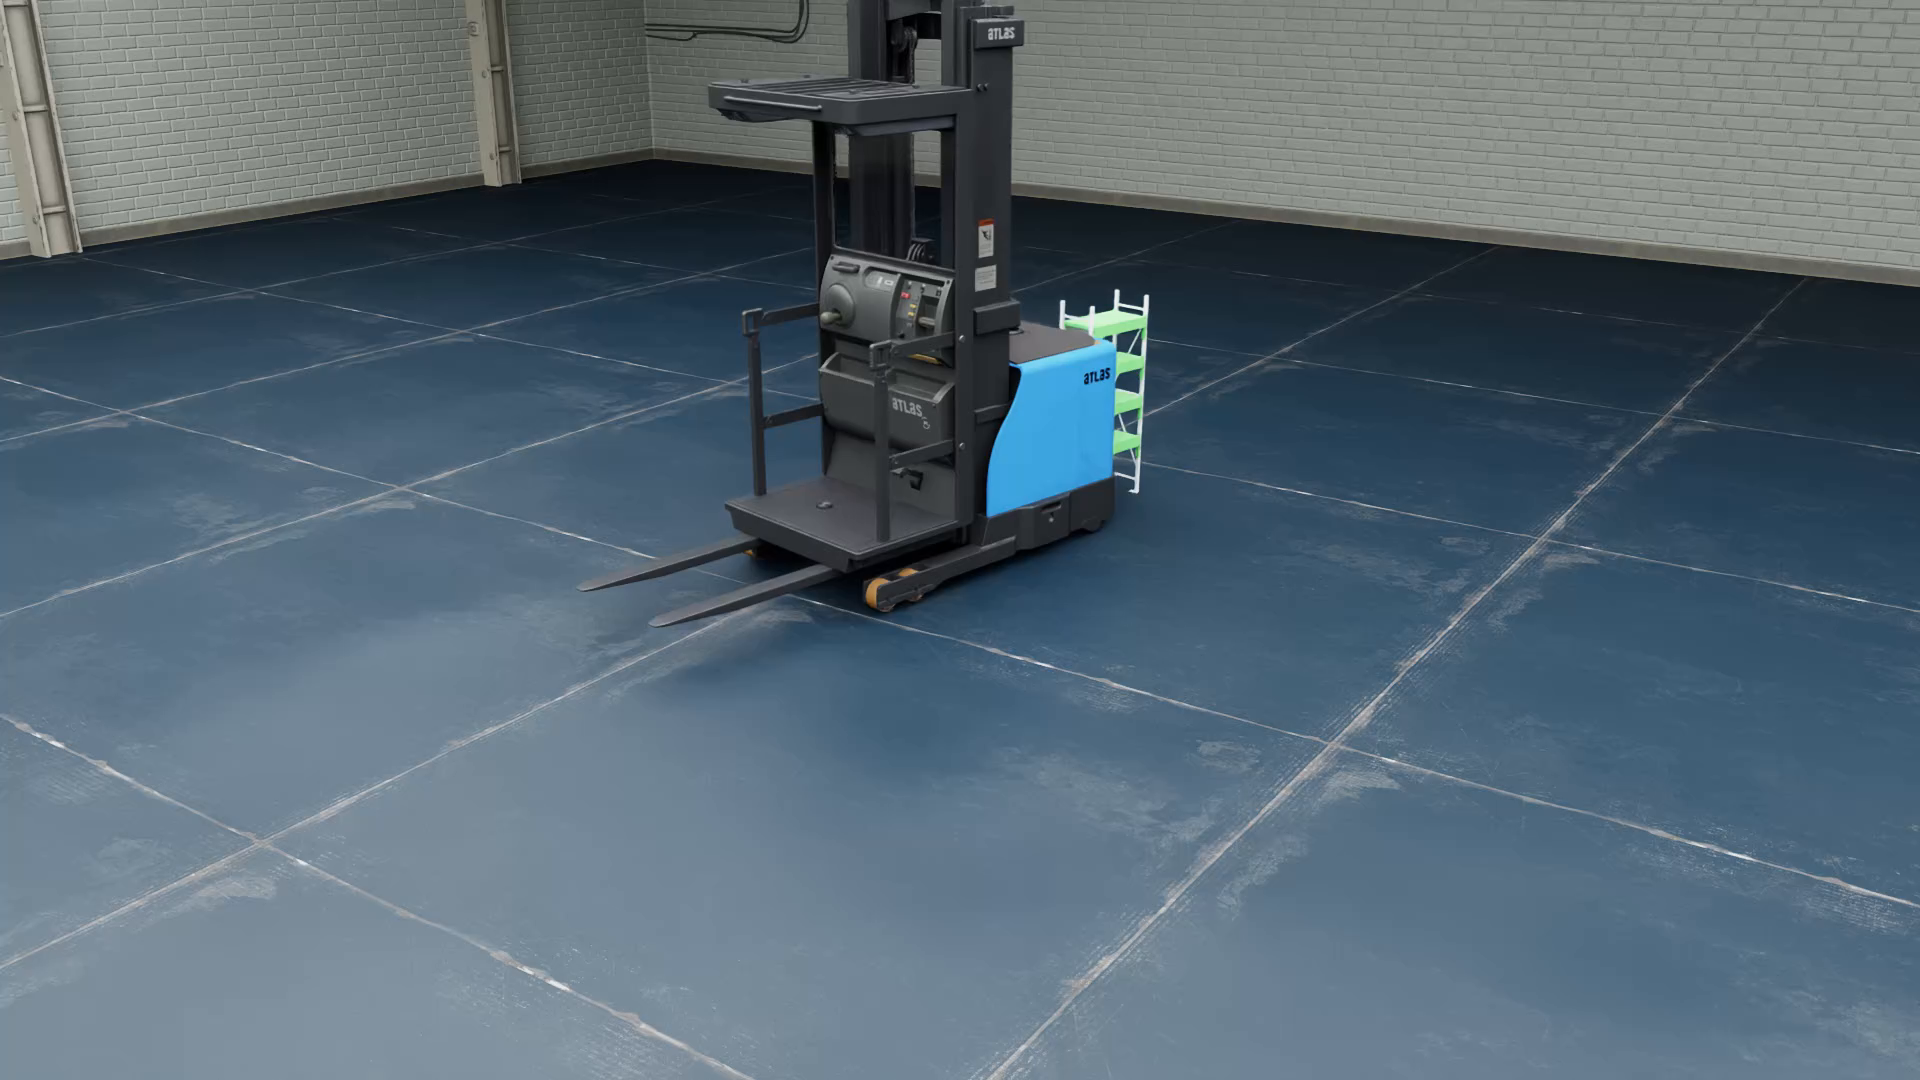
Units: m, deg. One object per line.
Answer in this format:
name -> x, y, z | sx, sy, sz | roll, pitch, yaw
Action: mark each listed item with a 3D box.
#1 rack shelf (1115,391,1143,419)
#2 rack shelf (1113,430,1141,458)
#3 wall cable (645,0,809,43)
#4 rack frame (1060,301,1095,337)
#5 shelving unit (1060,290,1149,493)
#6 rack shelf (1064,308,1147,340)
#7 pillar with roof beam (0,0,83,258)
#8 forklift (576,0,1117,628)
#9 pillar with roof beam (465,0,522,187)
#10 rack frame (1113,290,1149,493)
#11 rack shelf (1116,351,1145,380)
rack shelf -> 0.824, -0.763, 9.767 | 0.258, 0.148, 0.480 | 19, 26, 41
rack shelf -> 0.820, -0.536, 9.847 | 0.258, 0.148, 0.480 | 19, 26, 41
wall cable -> -3.303, -8.067, 22.577 | 3.097, 2.526, 0.112 | 13, 24, 32
rack frame -> 0.654, -0.767, 9.580 | 0.240, 1.200, 0.015 | 19, 26, 41
shelving unit -> 0.825, -0.823, 9.745 | 0.258, 1.200, 0.503 | 19, 26, 41
rack shelf -> 0.830, -1.215, 9.607 | 0.258, 0.148, 0.480 | 19, 26, 41
pillar with roof beam -> -5.866, -6.374, 13.527 | 9.100, 9.000, 0.400 | 13, 24, 32
forklift -> -0.532, -1.219, 8.336 | 3.031, 2.935, 1.130 | -19, 27, -41
pillar with roof beam -> -2.493, -8.096, 18.181 | 9.100, 9.000, 0.400 | 13, 24, 32
rack frame -> 0.995, -0.879, 9.911 | 0.240, 1.200, 0.015 | 19, 26, 41
rack shelf -> 0.827, -0.989, 9.687 | 0.258, 0.148, 0.480 | 19, 26, 41
